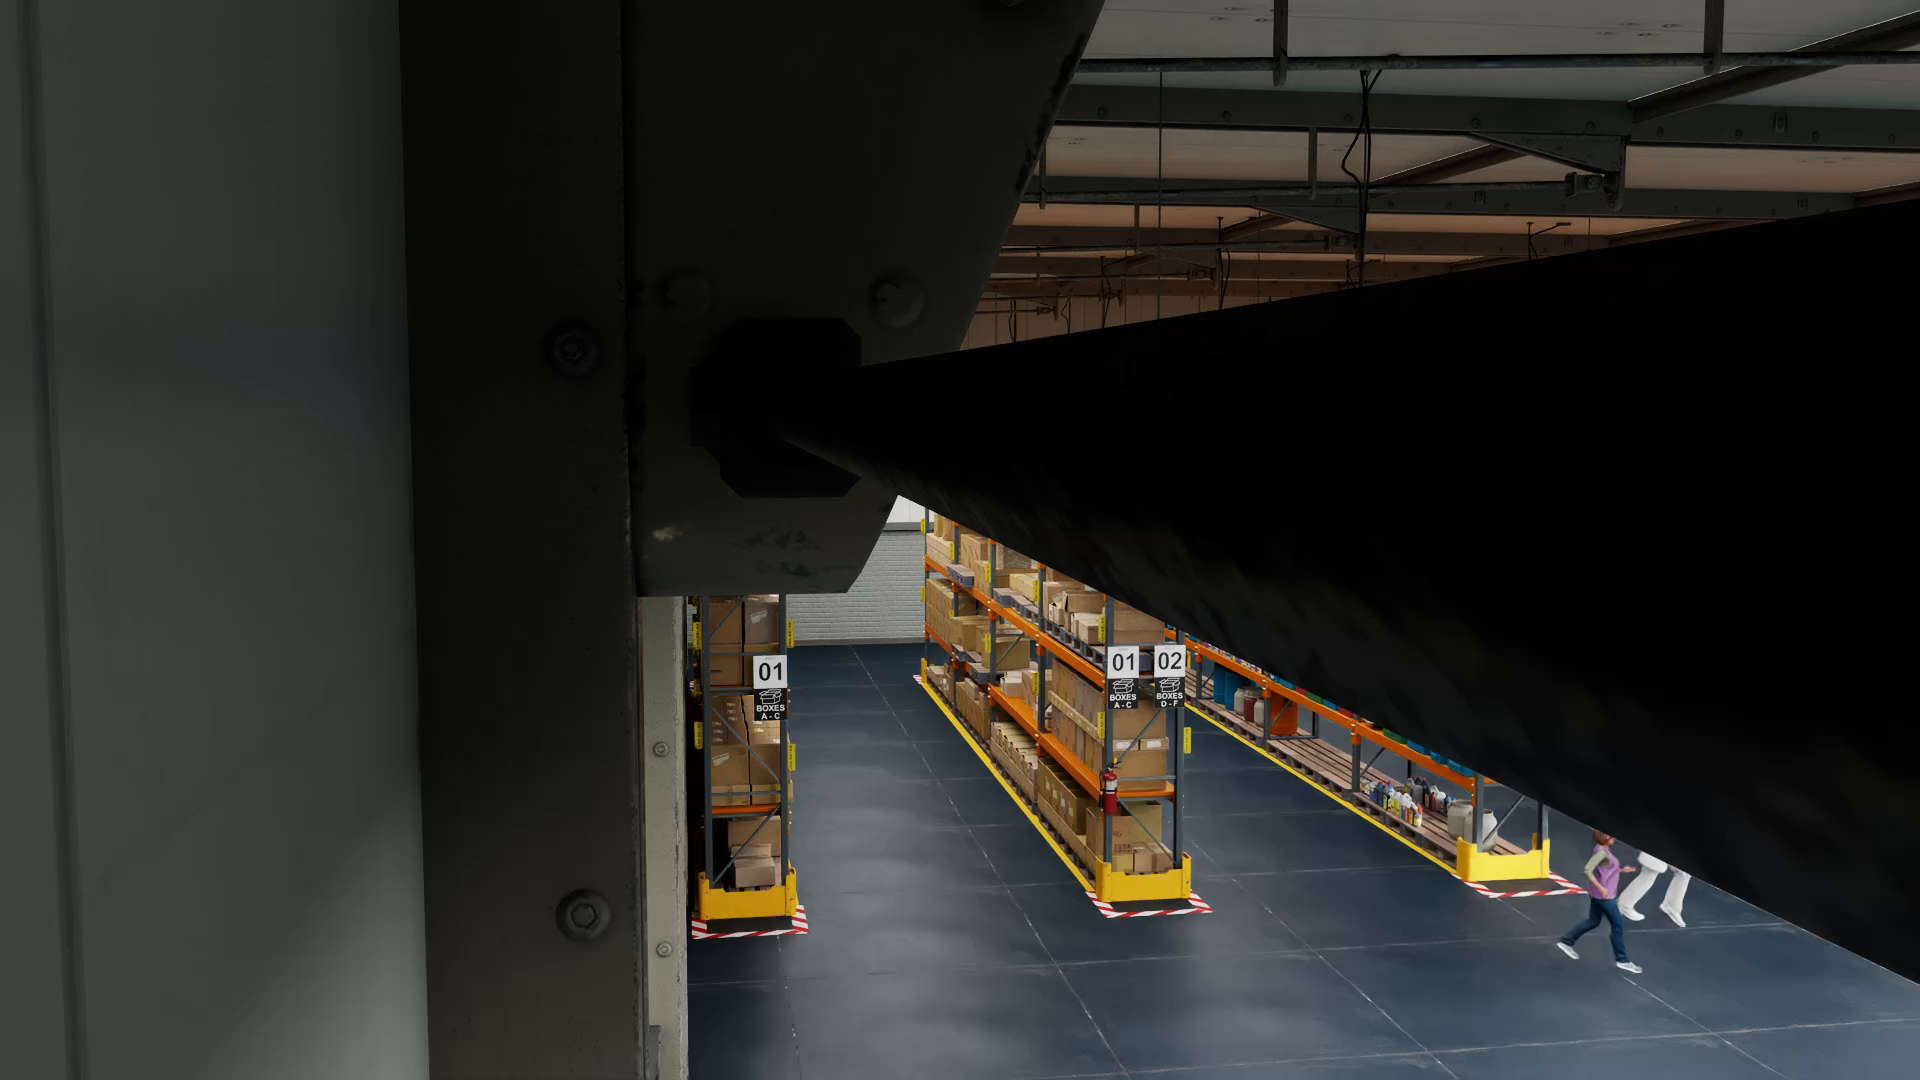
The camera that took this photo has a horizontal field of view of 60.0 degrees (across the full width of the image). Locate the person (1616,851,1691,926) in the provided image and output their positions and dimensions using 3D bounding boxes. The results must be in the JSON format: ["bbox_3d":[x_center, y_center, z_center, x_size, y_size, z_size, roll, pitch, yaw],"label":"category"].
[{"bbox_3d":[8.327,3.706,19.830,0.972,1.828,0.707,2,6,26],"label":"person"}]

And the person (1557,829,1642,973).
[{"bbox_3d":[7.029,3.907,18.216,0.878,1.596,0.531,1,5,13],"label":"person"}]
